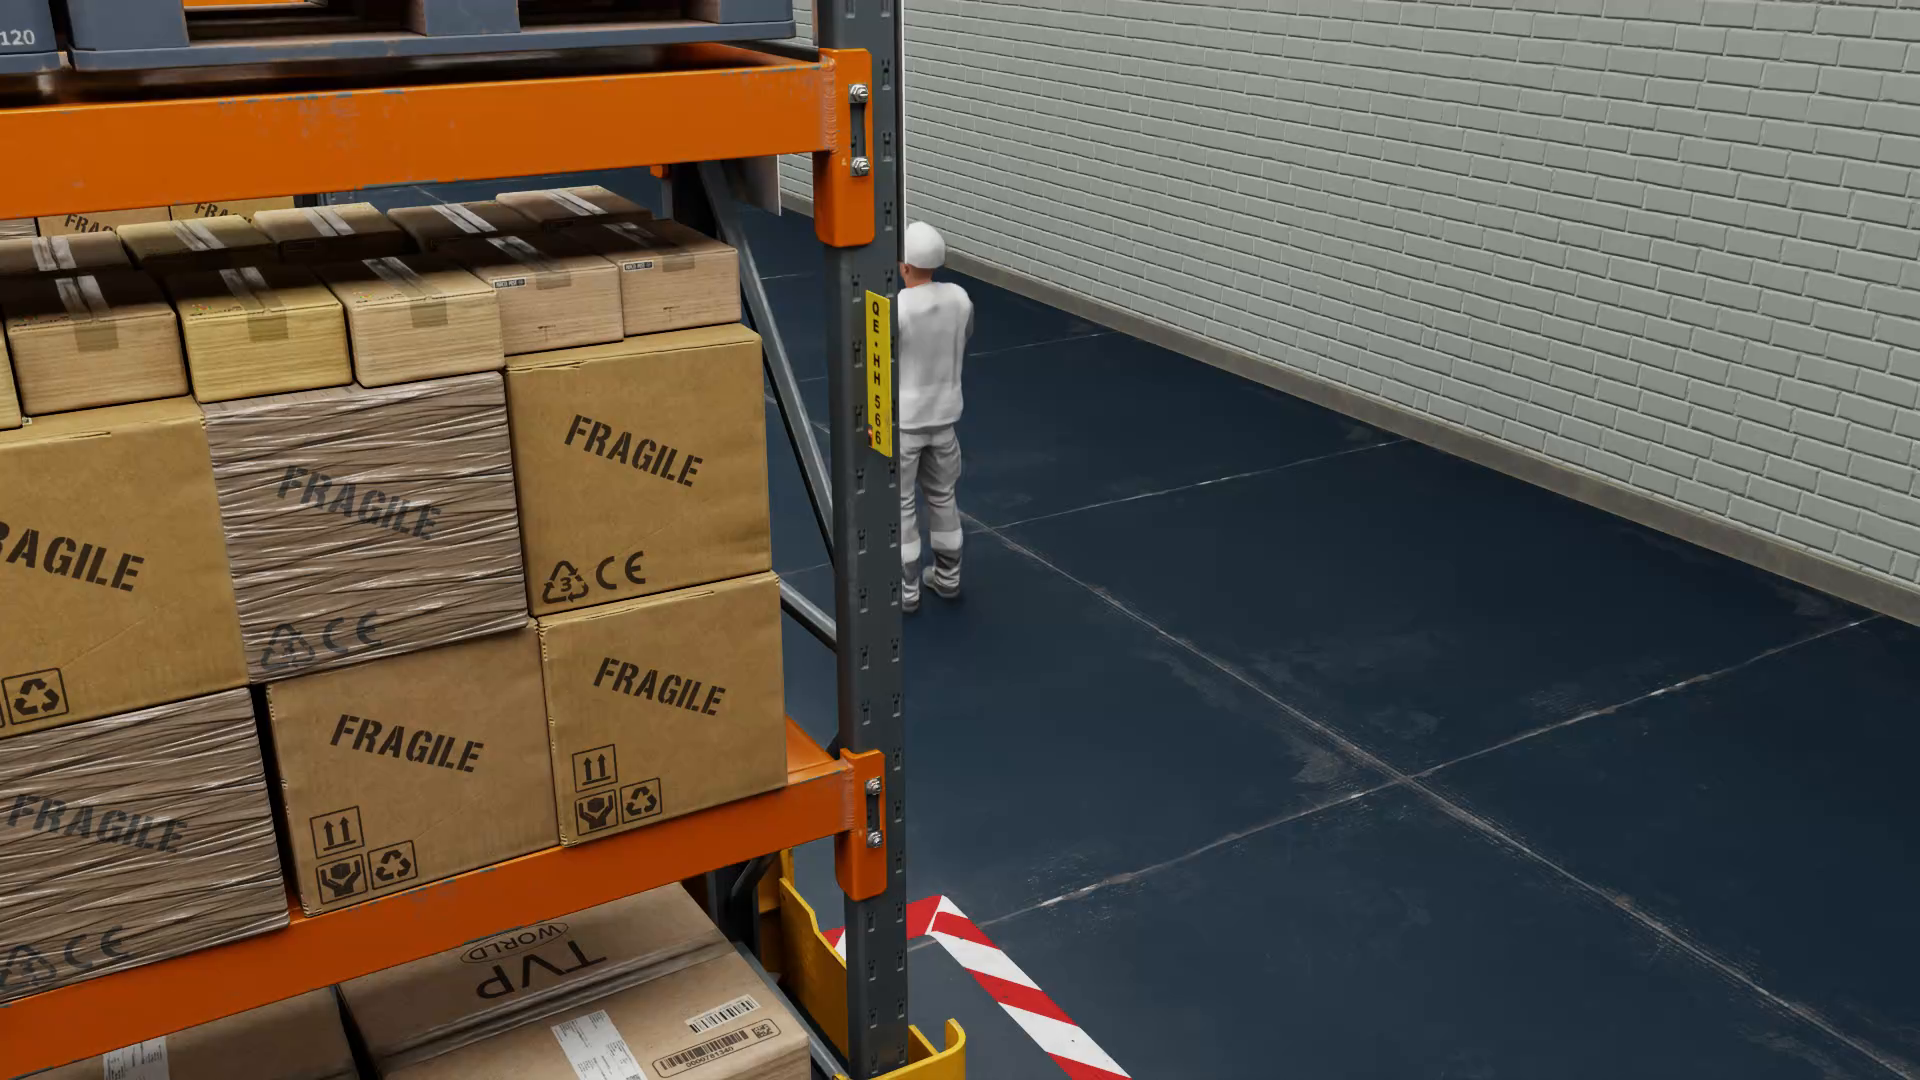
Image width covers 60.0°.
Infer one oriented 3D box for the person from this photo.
[{"bbox_3d":[-0.222,-0.546,7.430,0.542,1.794,0.498,-13,25,-30],"label":"person"}]
